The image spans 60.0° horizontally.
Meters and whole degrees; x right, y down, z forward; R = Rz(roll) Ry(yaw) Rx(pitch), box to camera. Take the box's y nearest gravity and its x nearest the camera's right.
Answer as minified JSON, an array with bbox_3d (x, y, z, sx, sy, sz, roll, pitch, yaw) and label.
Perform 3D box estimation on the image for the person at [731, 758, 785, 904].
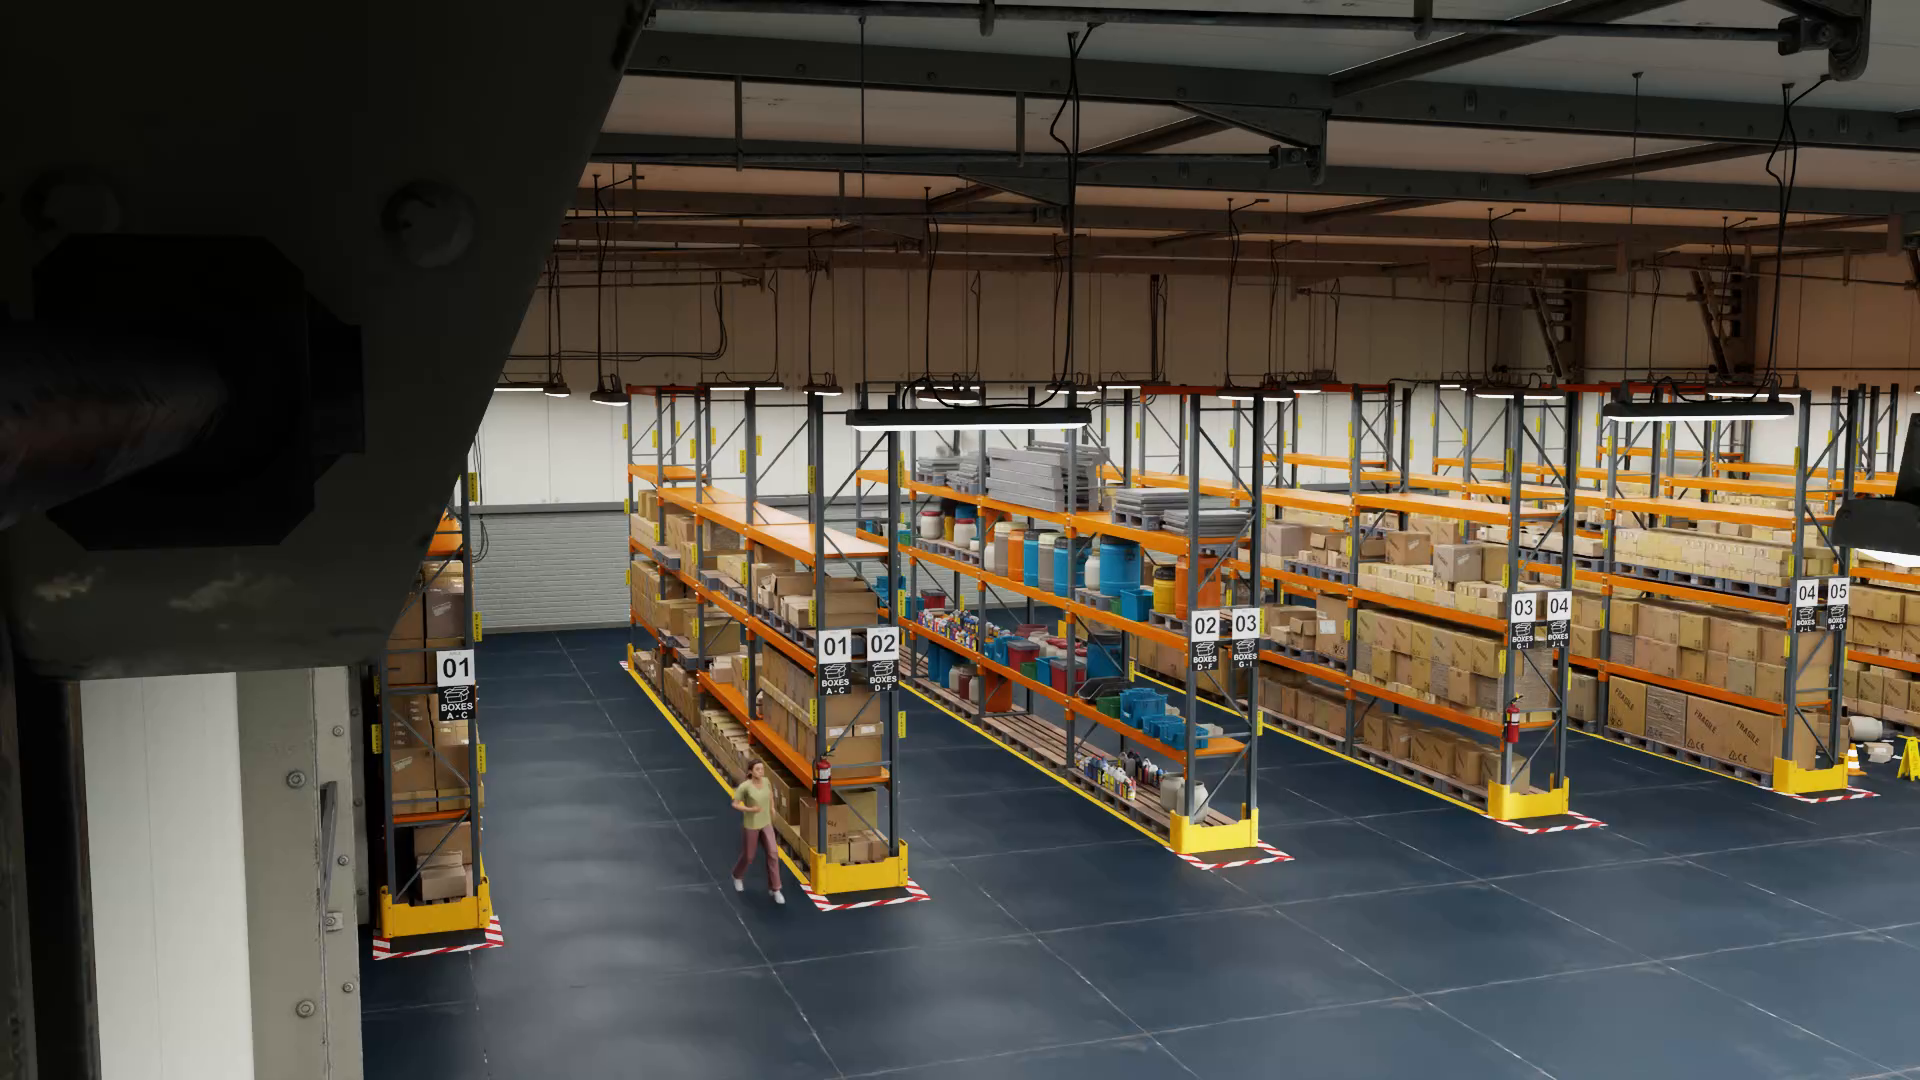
[{"bbox_3d":[-2.431,3.432,19.840,0.614,1.679,0.914,-4,7,-36],"label":"person"}]

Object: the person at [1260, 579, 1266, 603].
[{"bbox_3d":[6.645,1.641,37.483,0.496,1.590,0.727,-3,7,-28],"label":"person"}]
